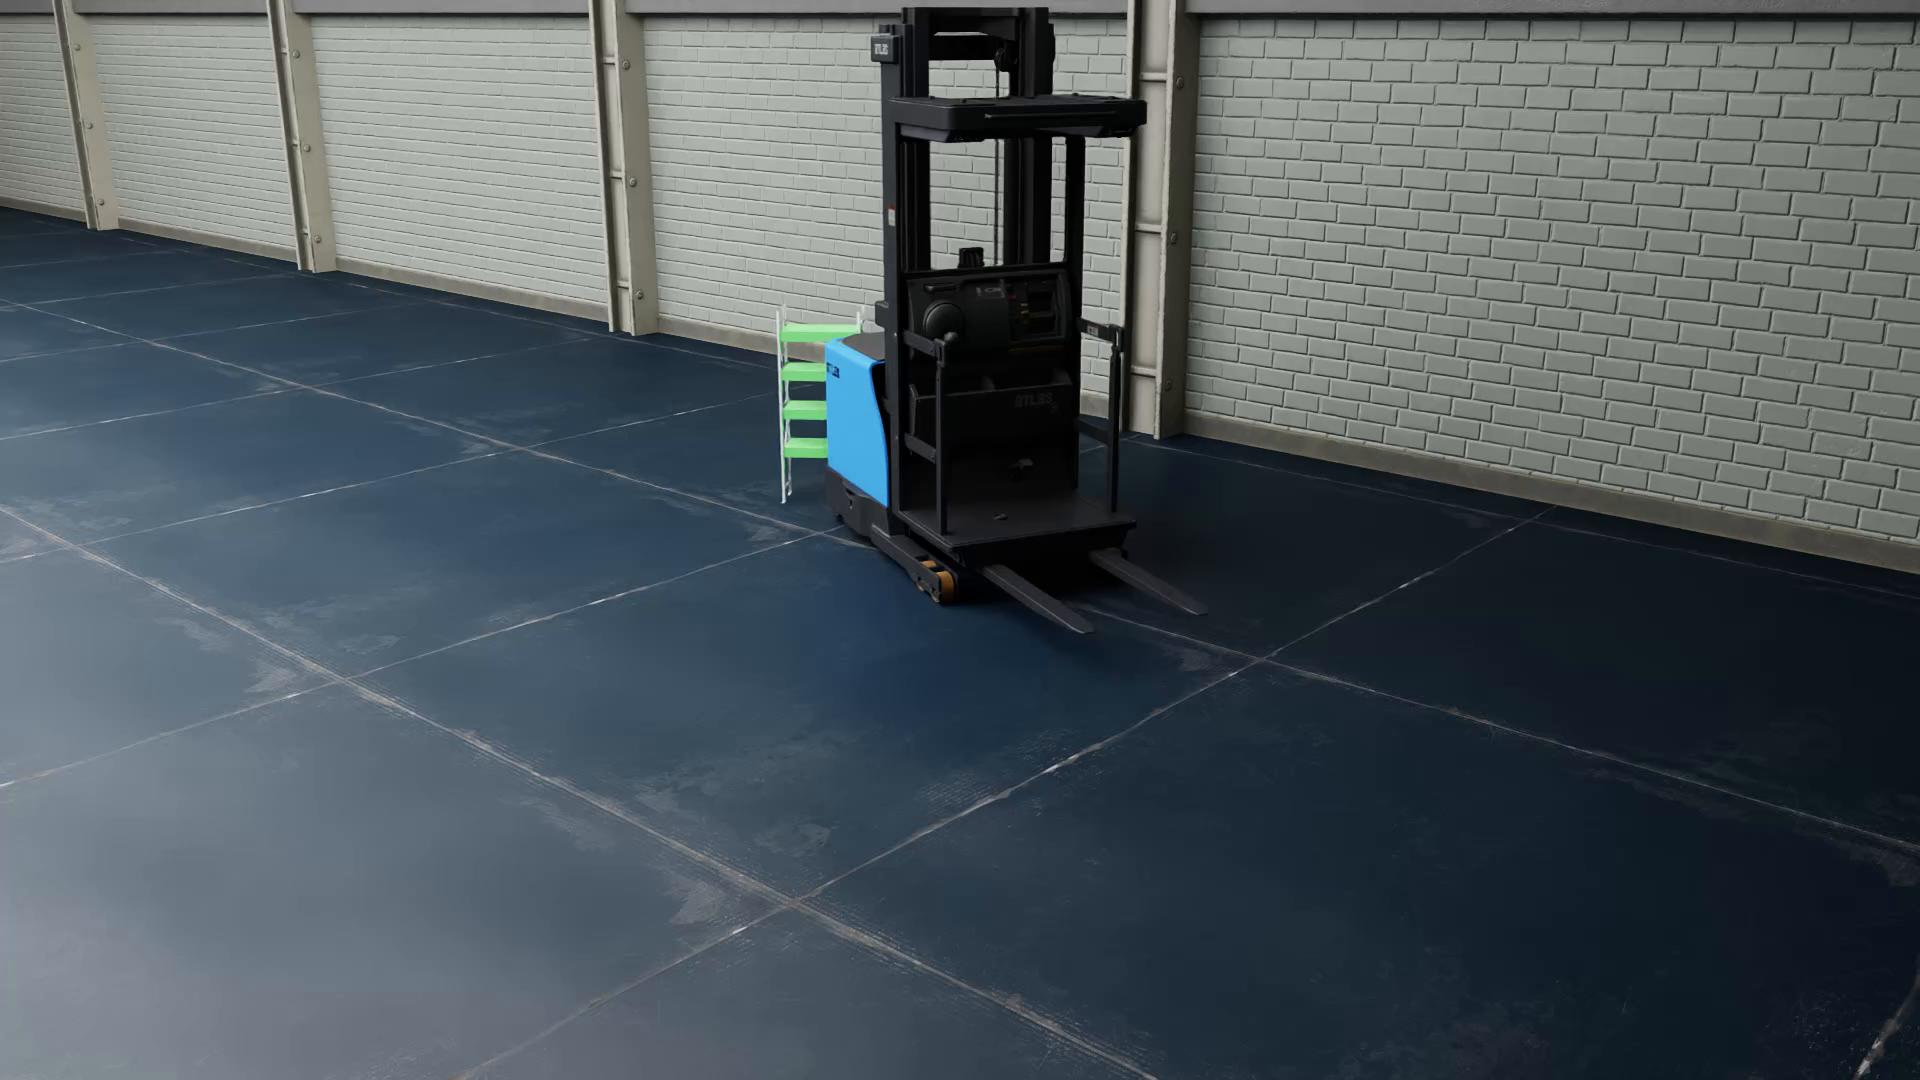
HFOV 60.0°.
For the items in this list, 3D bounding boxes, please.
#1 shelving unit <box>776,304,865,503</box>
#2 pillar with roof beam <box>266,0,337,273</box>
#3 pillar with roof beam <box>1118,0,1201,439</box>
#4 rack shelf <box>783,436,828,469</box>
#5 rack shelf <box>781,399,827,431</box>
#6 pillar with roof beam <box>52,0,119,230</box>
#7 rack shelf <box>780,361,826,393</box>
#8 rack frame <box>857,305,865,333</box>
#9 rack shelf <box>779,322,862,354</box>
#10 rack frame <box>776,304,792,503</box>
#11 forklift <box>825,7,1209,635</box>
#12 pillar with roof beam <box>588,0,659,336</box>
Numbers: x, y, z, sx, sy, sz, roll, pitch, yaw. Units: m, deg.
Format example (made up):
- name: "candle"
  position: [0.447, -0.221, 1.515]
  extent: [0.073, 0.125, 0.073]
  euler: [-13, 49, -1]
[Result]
- name: "shelving unit"
  position: [-0.841, -0.830, 10.244]
  extent: [0.503, 1.200, 0.258]
  euler: [1, 18, 4]
- name: "pillar with roof beam"
  position: [-10.454, -6.515, 15.265]
  extent: [0.400, 9.000, 9.100]
  euler: [15, 23, 39]
- name: "pillar with roof beam"
  position: [-1.479, -4.106, 7.673]
  extent: [0.400, 9.000, 9.100]
  euler: [15, 23, 39]
- name: "rack shelf"
  position: [-0.841, -0.541, 10.336]
  extent: [0.480, 0.148, 0.258]
  euler: [1, 18, 4]
- name: "rack shelf"
  position: [-0.841, -0.769, 10.264]
  extent: [0.480, 0.148, 0.258]
  euler: [1, 18, 4]
- name: "pillar with roof beam"
  position: [-14.942, -7.720, 19.061]
  extent: [0.400, 9.000, 9.100]
  euler: [15, 23, 39]
- name: "rack shelf"
  position: [-0.841, -0.998, 10.191]
  extent: [0.480, 0.148, 0.258]
  euler: [1, 18, 4]
- name: "rack frame"
  position: [-0.598, -0.825, 10.227]
  extent: [0.015, 1.200, 0.240]
  euler: [1, 18, 4]
- name: "rack shelf"
  position: [-0.841, -1.227, 10.119]
  extent: [0.480, 0.148, 0.258]
  euler: [1, 18, 4]
- name: "rack frame"
  position: [-1.084, -0.836, 10.261]
  extent: [0.015, 1.200, 0.240]
  euler: [1, 18, 4]
- name: "forklift"
  position: [0.250, -1.219, 8.607]
  extent: [1.130, 2.935, 3.031]
  euler: [-8, 19, -23]
- name: "pillar with roof beam"
  position: [-5.966, -5.311, 11.469]
  extent: [0.400, 9.000, 9.100]
  euler: [15, 23, 39]
